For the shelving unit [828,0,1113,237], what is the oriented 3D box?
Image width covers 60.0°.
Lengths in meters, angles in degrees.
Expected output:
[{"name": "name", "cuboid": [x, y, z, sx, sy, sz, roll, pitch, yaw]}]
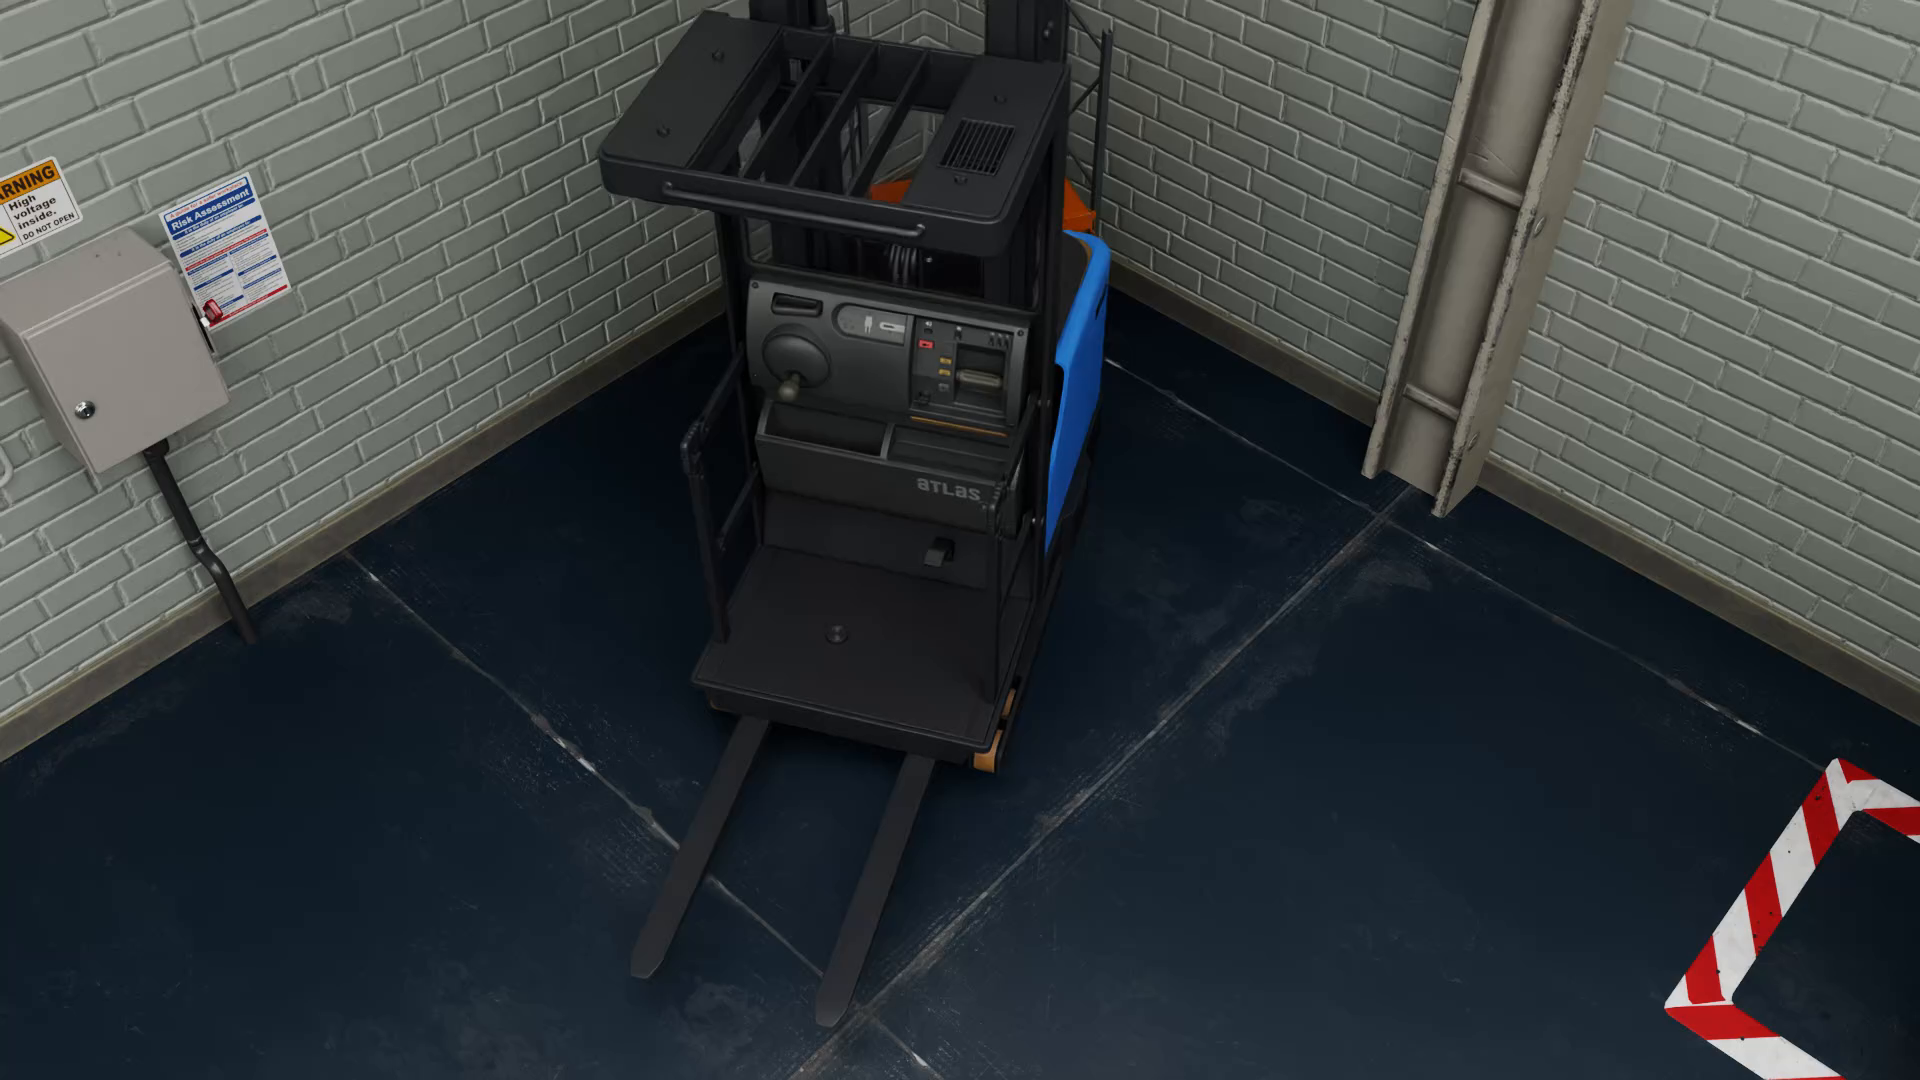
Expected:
[{"name": "shelving unit", "cuboid": [0.022, -1.536, 7.163, 1.083, 1.500, 0.587, -14, 48, -13]}]

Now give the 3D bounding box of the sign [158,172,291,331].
[{"name": "sign", "cuboid": [-2.500, -0.980, 5.678, 0.001, 0.494, 0.329, 34, 55, 28]}]

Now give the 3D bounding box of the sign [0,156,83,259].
[{"name": "sign", "cuboid": [-2.873, -1.001, 5.066, 0.001, 0.242, 0.339, 34, 55, 28]}]

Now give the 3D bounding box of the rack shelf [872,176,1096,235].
[{"name": "rack shelf", "cuboid": [0.031, -1.415, 7.297, 1.000, 0.185, 0.538, -14, 48, -13]}]

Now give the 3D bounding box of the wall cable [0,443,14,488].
[{"name": "wall cable", "cuboid": [-3.262, -0.706, 4.658, 0.122, 1.984, 0.588, 34, 55, 28]}]

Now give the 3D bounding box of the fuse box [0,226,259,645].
[{"name": "fuse box", "cuboid": [-2.683, -0.205, 5.768, 0.414, 1.711, 0.539, 34, 55, 28]}]

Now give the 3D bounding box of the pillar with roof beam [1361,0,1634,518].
[{"name": "pillar with roof beam", "cuboid": [-0.982, -1.041, 1.555, 0.400, 9.000, 9.100, 34, 55, 28]}]

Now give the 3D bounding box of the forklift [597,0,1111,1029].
[{"name": "forklift", "cuboid": [-0.297, -0.495, 5.204, 1.130, 2.935, 3.031, 12, 48, 11]}]

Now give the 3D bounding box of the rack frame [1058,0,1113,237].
[{"name": "rack frame", "cuboid": [0.512, -1.658, 7.278, 0.032, 1.500, 0.500, -14, 48, -13]}]

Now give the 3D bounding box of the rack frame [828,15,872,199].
[{"name": "rack frame", "cuboid": [-0.450, -1.419, 7.053, 0.032, 1.500, 0.500, -14, 48, -13]}]
